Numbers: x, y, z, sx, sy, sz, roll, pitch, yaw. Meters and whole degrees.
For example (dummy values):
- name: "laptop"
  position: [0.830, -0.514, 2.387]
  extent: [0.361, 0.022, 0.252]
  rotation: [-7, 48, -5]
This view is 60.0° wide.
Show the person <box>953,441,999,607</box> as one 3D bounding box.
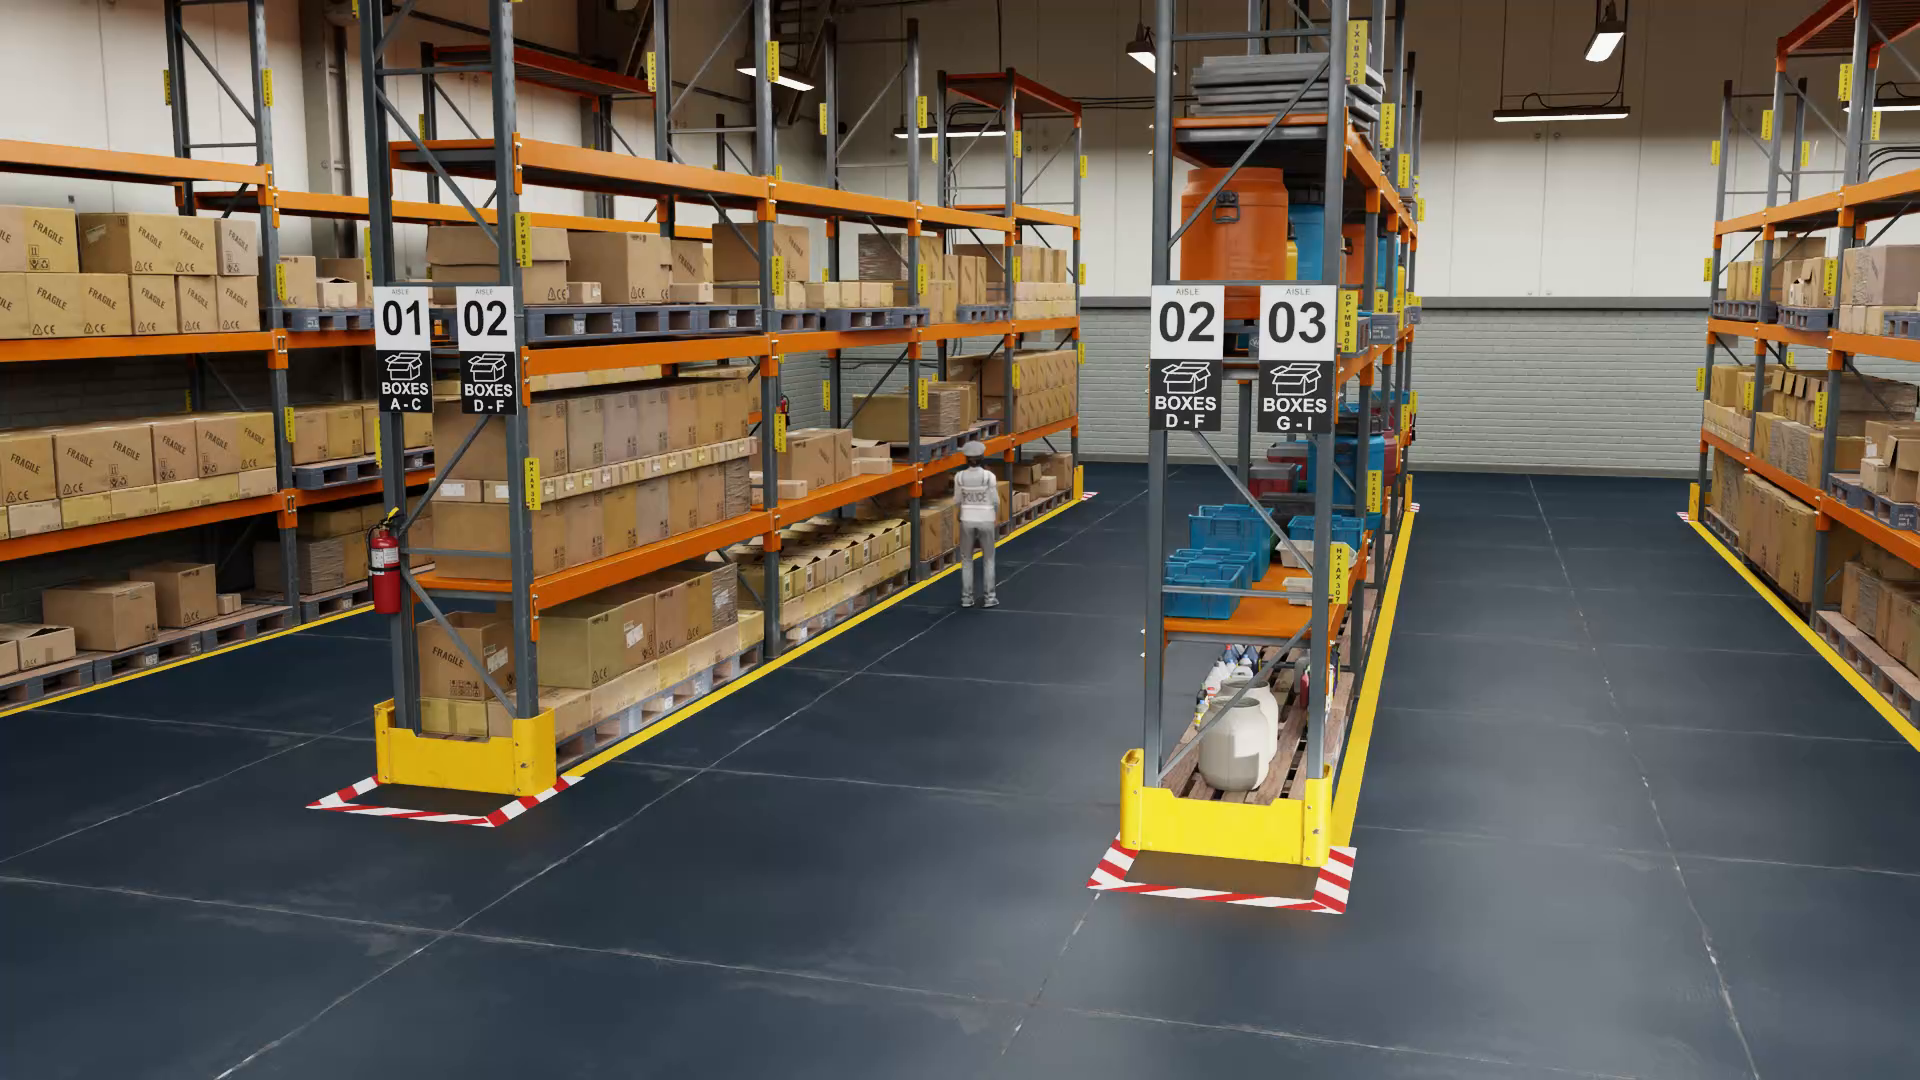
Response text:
- name: "person"
  position: [0.164, -0.168, 16.847]
  extent: [0.468, 1.697, 0.552]
  rotation: [1, 9, 7]
